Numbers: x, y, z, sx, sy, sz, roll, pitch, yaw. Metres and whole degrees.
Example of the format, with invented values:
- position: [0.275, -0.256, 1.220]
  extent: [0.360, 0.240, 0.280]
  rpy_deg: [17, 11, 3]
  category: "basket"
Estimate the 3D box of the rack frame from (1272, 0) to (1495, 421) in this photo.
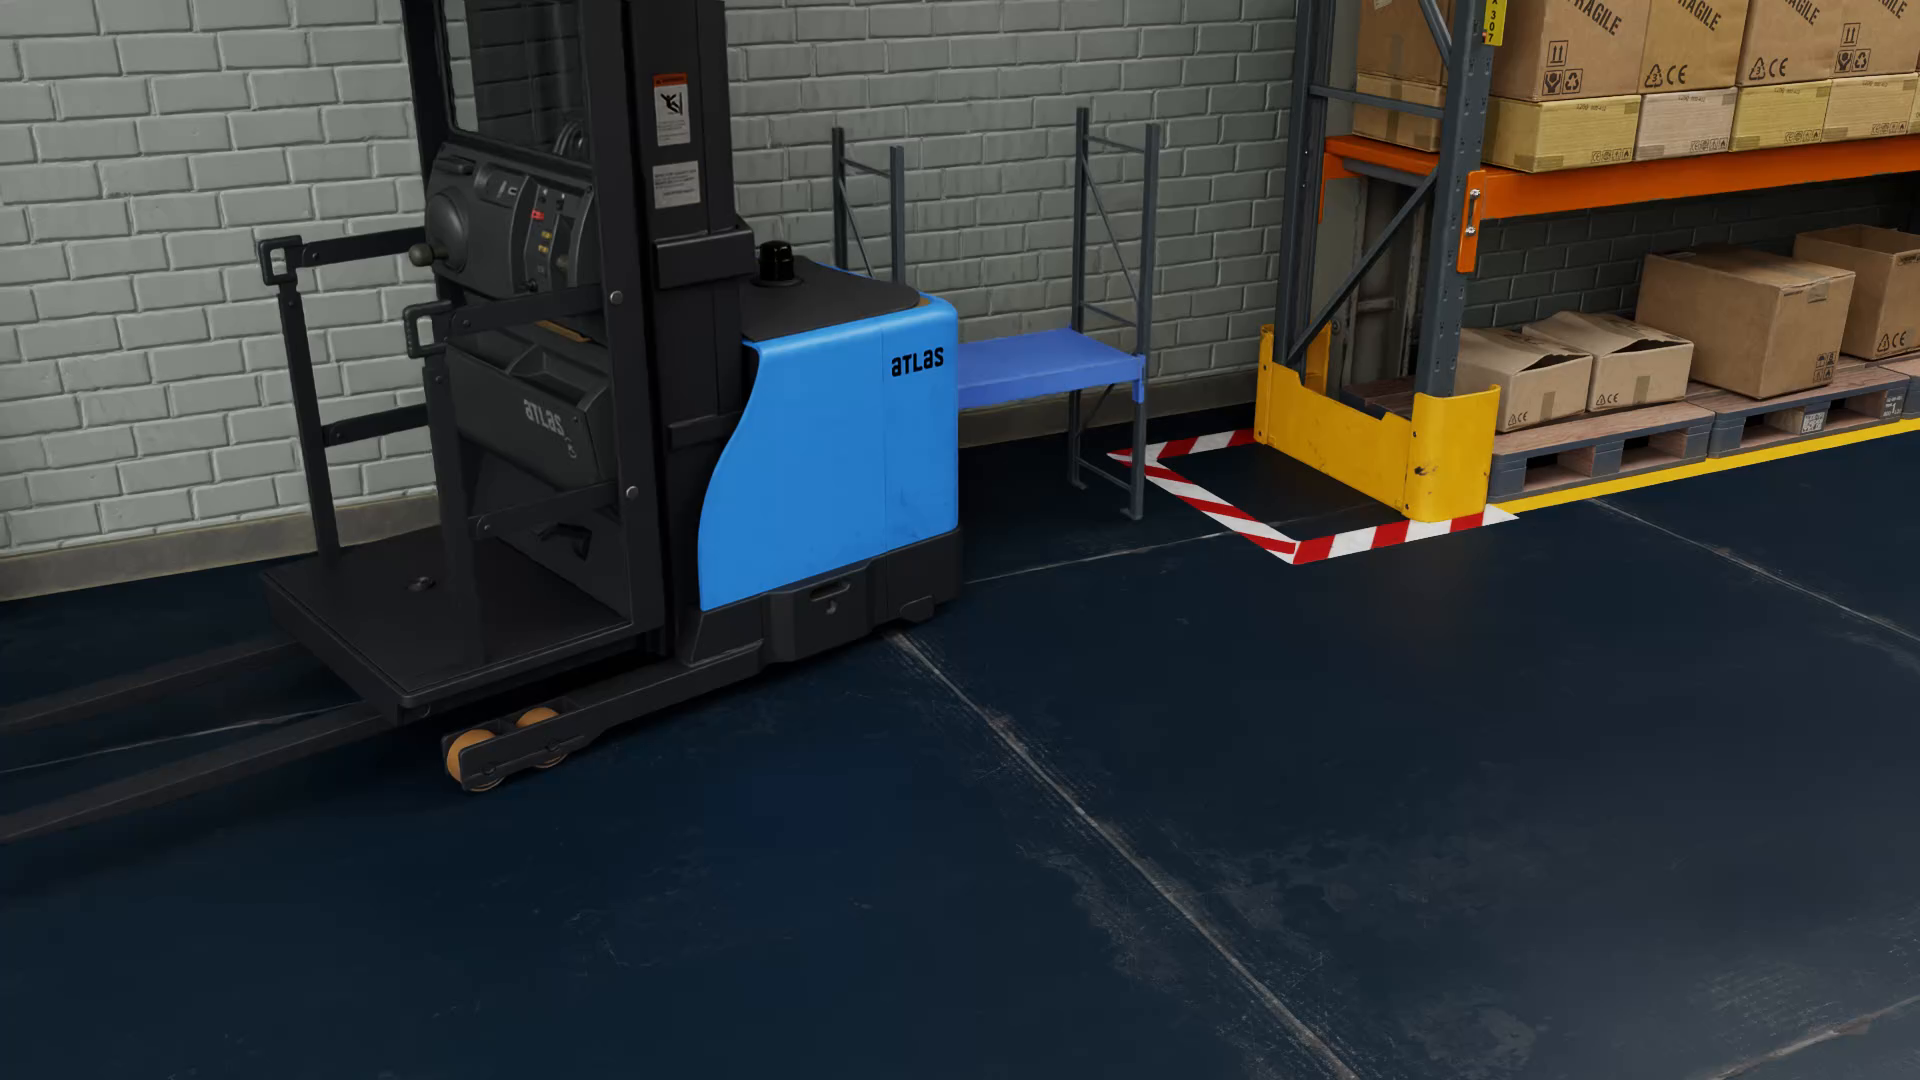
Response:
- position: [1.612, -1.661, 6.341]
  extent: [0.127, 3.000, 1.000]
  rpy_deg: [-10, 25, -24]
  category: "rack frame"

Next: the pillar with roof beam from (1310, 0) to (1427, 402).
- position: [3.734, -3.363, 2.610]
  extent: [0.400, 9.000, 9.100]
  rpy_deg: [-10, 25, -24]
  category: "pillar with roof beam"

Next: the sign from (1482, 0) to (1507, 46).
- position: [1.847, -1.874, 5.723]
  extent: [0.005, 0.325, 0.100]
  rpy_deg: [-10, 25, -24]
  category: "sign"

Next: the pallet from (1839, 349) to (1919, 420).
- position: [4.626, -0.912, 8.178]
  extent: [1.213, 0.211, 1.003]
  rpy_deg: [-10, 25, -24]
  category: "pallet"

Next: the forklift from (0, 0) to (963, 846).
- position: [-1.436, -0.889, 4.565]
  extent: [3.031, 2.935, 1.130]
  rpy_deg: [-18, 29, -37]
  category: "forklift"

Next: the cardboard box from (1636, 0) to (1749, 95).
- position: [2.622, -2.002, 6.353]
  extent: [0.500, 0.500, 0.500]
  rpy_deg: [-10, 25, -23]
  category: "cardboard box"

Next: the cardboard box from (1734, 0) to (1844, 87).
- position: [3.090, -2.085, 6.555]
  extent: [0.500, 0.500, 0.500]
  rpy_deg: [-11, 25, -25]
  category: "cardboard box"

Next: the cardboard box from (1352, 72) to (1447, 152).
- position: [1.949, -1.745, 6.714]
  extent: [0.500, 0.250, 0.500]
  rpy_deg: [-10, 25, -23]
  category: "cardboard box"

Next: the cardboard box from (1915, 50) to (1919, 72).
- position: [4.018, -2.261, 6.980]
  extent: [0.500, 0.500, 0.500]
  rpy_deg: [-11, 25, -25]
  category: "cardboard box"

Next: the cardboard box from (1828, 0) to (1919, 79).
- position: [3.550, -2.175, 6.771]
  extent: [0.500, 0.500, 0.500]
  rpy_deg: [-10, 24, -22]
  category: "cardboard box"

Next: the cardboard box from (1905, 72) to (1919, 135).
- position: [4.022, -1.913, 7.119]
  extent: [0.500, 0.250, 0.500]
  rpy_deg: [-11, 25, -24]
  category: "cardboard box"

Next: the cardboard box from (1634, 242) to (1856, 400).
- position: [3.471, -0.992, 7.418]
  extent: [0.500, 0.500, 0.700]
  rpy_deg: [-12, 25, -27]
  category: "cardboard box"

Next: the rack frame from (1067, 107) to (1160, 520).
- position: [0.574, -0.856, 6.357]
  extent: [0.032, 1.500, 0.500]
  rpy_deg: [-12, 25, -27]
  category: "rack frame"

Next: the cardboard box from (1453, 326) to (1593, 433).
- position: [2.274, -0.706, 6.973]
  extent: [0.500, 0.311, 0.500]
  rpy_deg: [-14, 26, -30]
  category: "cardboard box"

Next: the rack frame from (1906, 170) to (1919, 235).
- position: [5.216, -2.324, 7.944]
  extent: [0.127, 3.000, 1.000]
  rpy_deg: [-10, 25, -24]
  category: "rack frame"

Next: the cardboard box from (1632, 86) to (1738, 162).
- position: [2.651, -1.663, 6.517]
  extent: [0.500, 0.250, 0.500]
  rpy_deg: [-11, 25, -25]
  category: "cardboard box"

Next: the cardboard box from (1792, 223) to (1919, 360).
- position: [4.298, -1.187, 7.888]
  extent: [0.500, 0.500, 0.500]
  rpy_deg: [-12, 26, -28]
  category: "cardboard box"

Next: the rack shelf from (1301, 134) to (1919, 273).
- position: [3.414, -1.660, 7.280]
  extent: [4.000, 0.370, 1.077]
  rpy_deg: [-10, 25, -24]
  category: "rack shelf"

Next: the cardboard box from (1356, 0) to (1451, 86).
- position: [1.944, -2.099, 6.588]
  extent: [0.500, 0.500, 0.500]
  rpy_deg: [-11, 25, -24]
  category: "cardboard box"

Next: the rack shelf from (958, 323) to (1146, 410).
- position: [0.129, -0.596, 6.199]
  extent: [1.000, 0.185, 0.538]
  rpy_deg: [-12, 25, -27]
  category: "rack shelf"

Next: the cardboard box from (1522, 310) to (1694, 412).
- position: [2.788, -0.800, 7.202]
  extent: [0.500, 0.311, 0.500]
  rpy_deg: [-8, 24, -19]
  category: "cardboard box"

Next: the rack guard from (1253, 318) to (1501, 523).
- position: [1.680, -0.519, 6.849]
  extent: [0.348, 0.500, 1.175]
  rpy_deg: [-10, 25, -24]
  category: "rack guard"

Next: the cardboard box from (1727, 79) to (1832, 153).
- position: [3.112, -1.746, 6.716]
  extent: [0.500, 0.250, 0.500]
  rpy_deg: [-11, 25, -24]
  category: "cardboard box"

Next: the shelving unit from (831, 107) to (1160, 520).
- position: [0.129, -0.762, 6.130]
  extent: [1.048, 1.500, 0.538]
  rpy_deg: [-12, 25, -27]
  category: "shelving unit"

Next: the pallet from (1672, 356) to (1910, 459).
- position: [3.525, -0.709, 7.686]
  extent: [1.213, 0.211, 1.003]
  rpy_deg: [-10, 25, -24]
  category: "pallet"

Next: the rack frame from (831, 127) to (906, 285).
- position: [-0.316, -0.668, 5.903]
  extent: [0.032, 1.500, 0.500]
  rpy_deg: [-12, 25, -27]
  category: "rack frame"

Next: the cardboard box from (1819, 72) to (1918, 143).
- position: [3.569, -1.829, 6.917]
  extent: [0.500, 0.250, 0.500]
  rpy_deg: [-10, 25, -23]
  category: "cardboard box"

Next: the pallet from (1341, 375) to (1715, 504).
- position: [2.427, -0.508, 7.201]
  extent: [1.213, 0.211, 1.003]
  rpy_deg: [-10, 25, -24]
  category: "pallet"

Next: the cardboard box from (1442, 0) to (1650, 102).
- position: [2.172, -1.923, 6.163]
  extent: [0.500, 0.500, 0.500]
  rpy_deg: [-10, 25, -24]
  category: "cardboard box"

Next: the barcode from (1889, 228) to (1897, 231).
- position: [4.625, -1.514, 8.260]
  extent: [0.075, 0.075, 0.001]
  rpy_deg: [-10, 25, -24]
  category: "barcode"

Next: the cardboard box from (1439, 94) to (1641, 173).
- position: [2.189, -1.572, 6.297]
  extent: [0.500, 0.250, 0.500]
  rpy_deg: [-11, 25, -25]
  category: "cardboard box"
